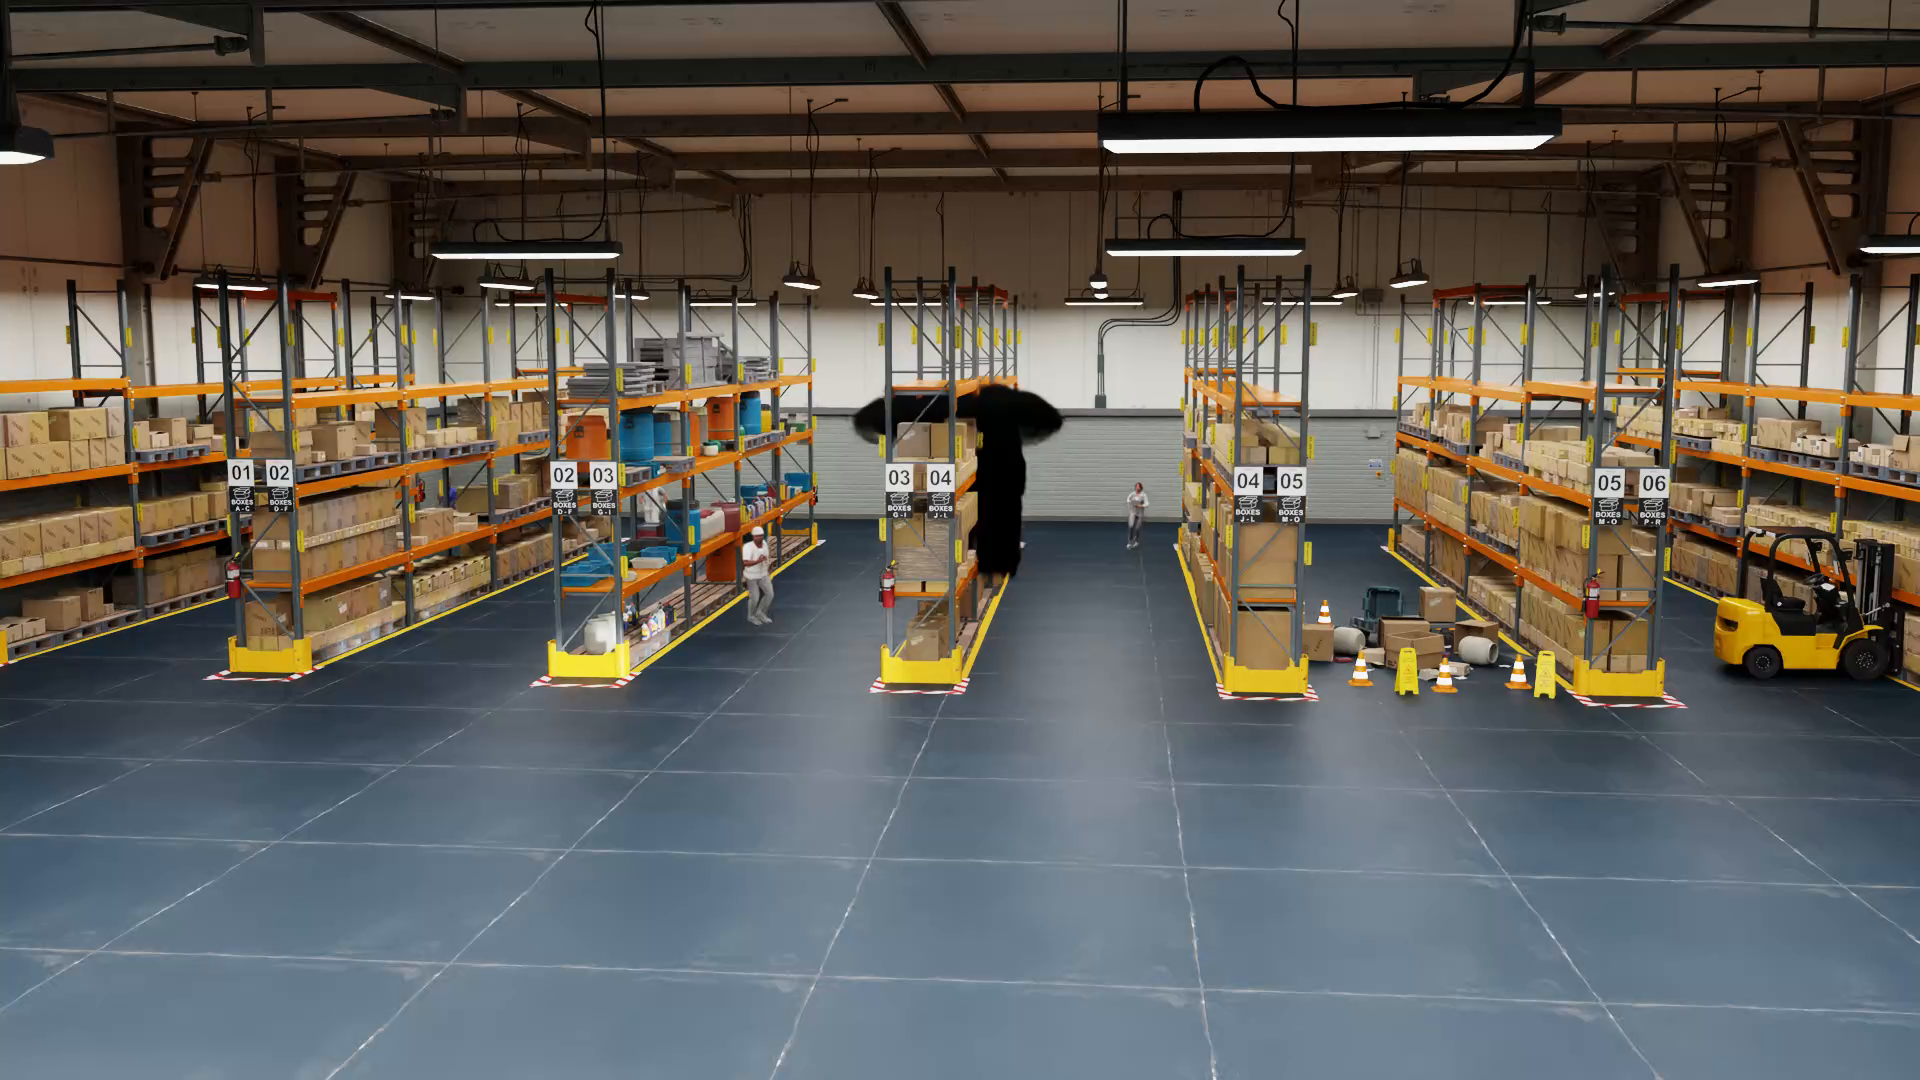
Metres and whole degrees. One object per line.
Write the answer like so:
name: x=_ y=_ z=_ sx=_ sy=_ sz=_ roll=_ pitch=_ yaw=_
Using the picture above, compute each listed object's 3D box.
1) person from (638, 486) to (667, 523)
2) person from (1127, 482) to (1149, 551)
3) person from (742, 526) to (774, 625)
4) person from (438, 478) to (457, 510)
person: x=-7.330 y=-0.689 z=39.579 sx=0.642 sy=1.766 sz=0.776 roll=1 pitch=7 yaw=5
person: x=4.210 y=-0.568 z=39.403 sx=0.532 sy=1.608 sz=0.650 roll=2 pitch=7 yaw=13
person: x=-3.418 y=0.615 z=27.902 sx=0.654 sy=1.723 sz=0.858 roll=-6 pitch=9 yaw=-39
person: x=-12.273 y=-0.656 z=39.907 sx=0.549 sy=1.714 sz=0.817 roll=-1 pitch=7 yaw=-7
